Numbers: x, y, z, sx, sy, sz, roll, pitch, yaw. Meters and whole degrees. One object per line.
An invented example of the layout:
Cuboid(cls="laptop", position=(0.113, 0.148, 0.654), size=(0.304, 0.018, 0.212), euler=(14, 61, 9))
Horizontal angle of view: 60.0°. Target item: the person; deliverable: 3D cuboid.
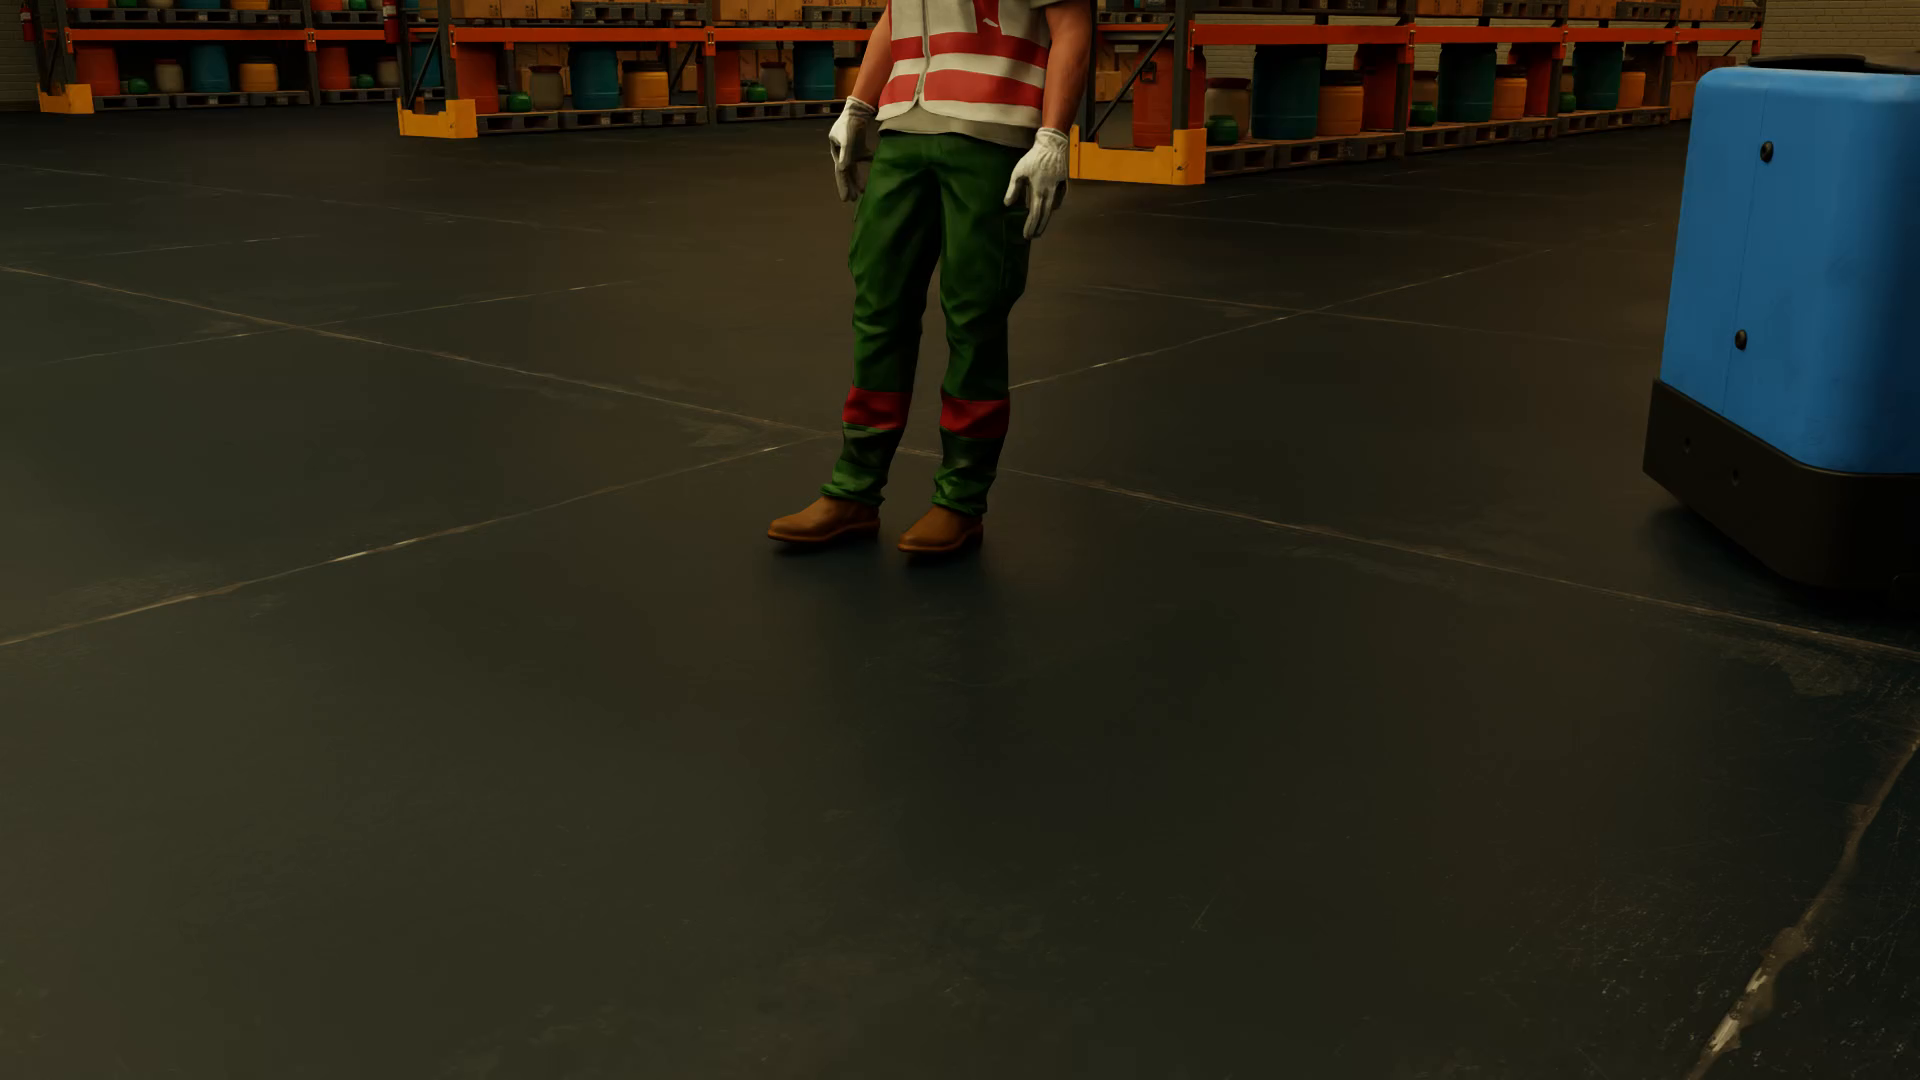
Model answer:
Cuboid(cls="person", position=(-0.016, -0.865, 3.680), size=(0.638, 1.688, 0.423), euler=(13, 21, 37))
